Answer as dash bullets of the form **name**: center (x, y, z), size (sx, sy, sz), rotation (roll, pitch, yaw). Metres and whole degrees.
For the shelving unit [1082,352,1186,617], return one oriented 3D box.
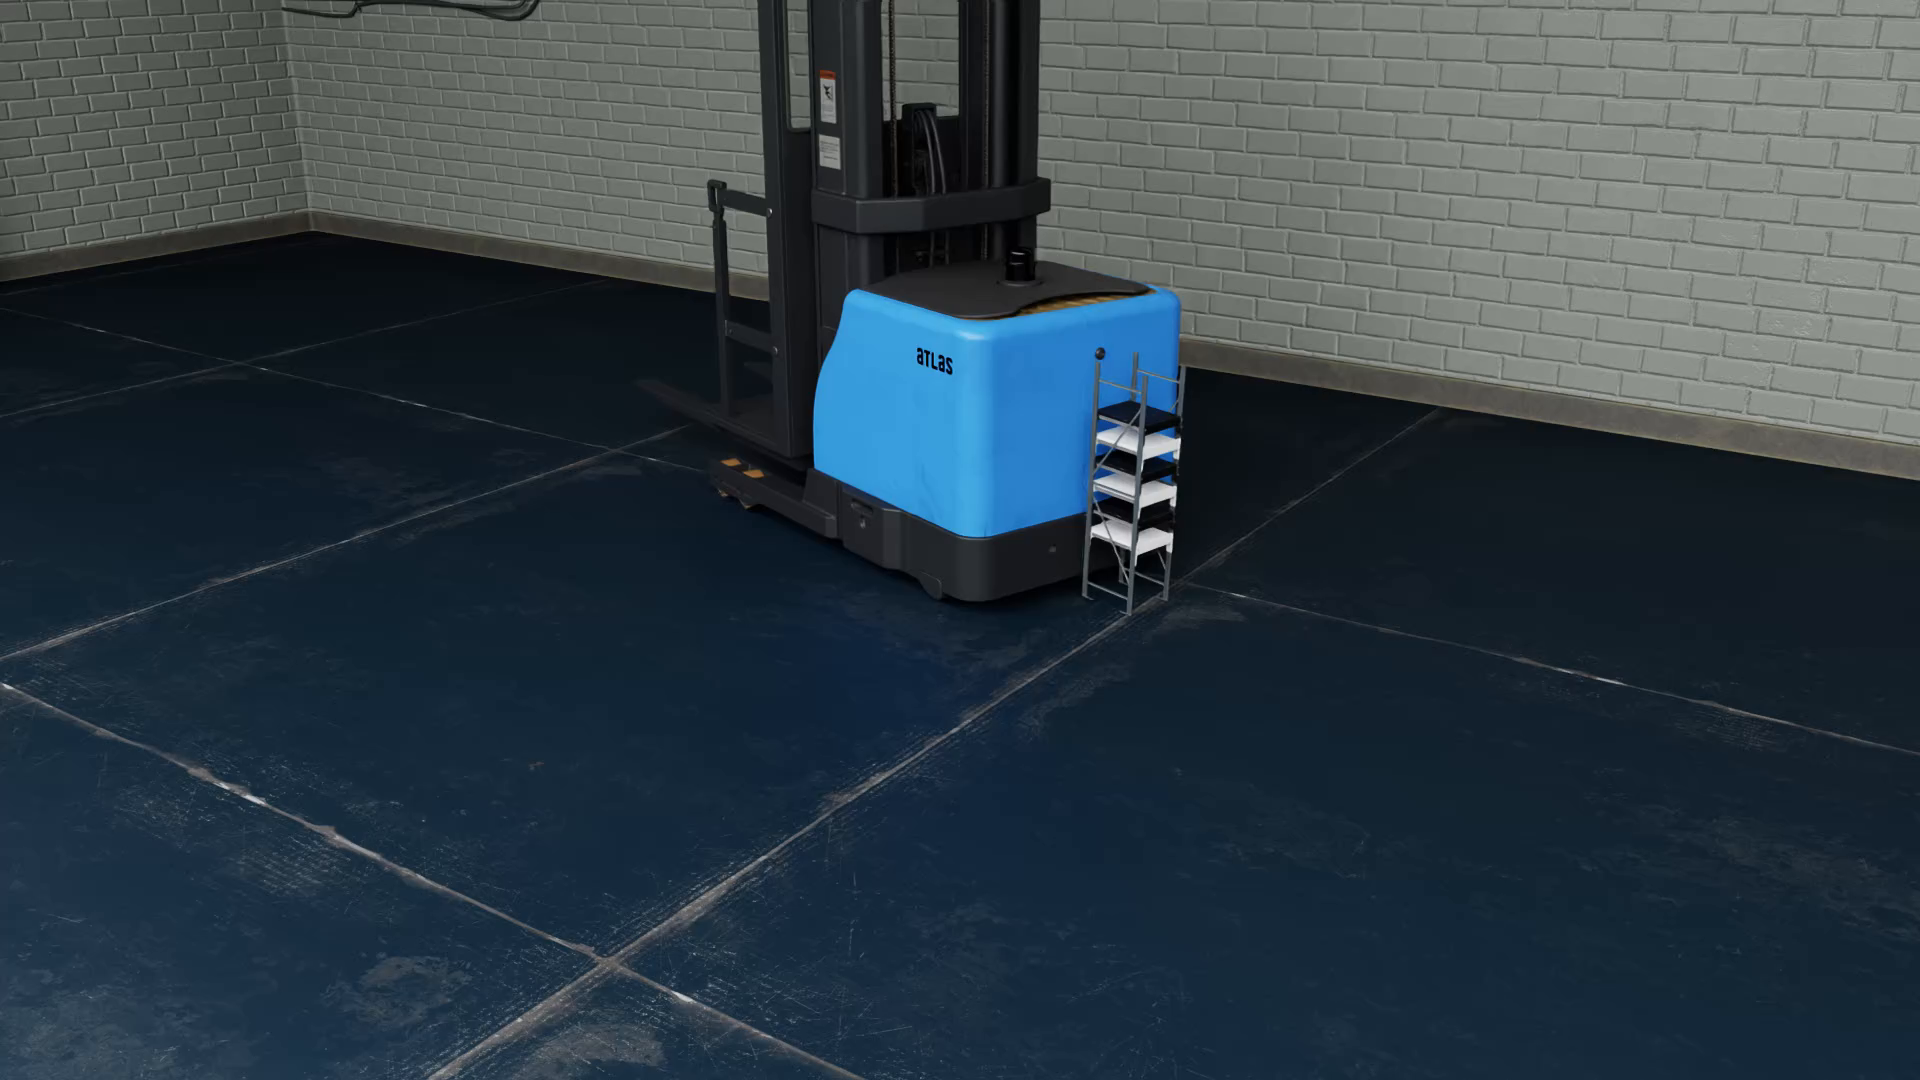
- **shelving unit**: center (0.622, -0.200, 5.993), size (0.210, 0.900, 0.258), rotation (-18, 29, -40)

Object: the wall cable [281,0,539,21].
- **wall cable**: center (-4.122, -5.010, 11.815), size (3.097, 2.526, 0.112), rotation (13, 24, 32)

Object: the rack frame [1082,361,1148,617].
- **rack frame**: center (0.548, -0.175, 5.927), size (0.006, 0.900, 0.240), rotation (-18, 29, -40)

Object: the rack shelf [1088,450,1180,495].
- **rack shelf**: center (0.623, -0.252, 5.972), size (0.200, 0.077, 0.258), rotation (-18, 29, -40)

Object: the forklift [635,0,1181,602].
- **forklift**: center (-0.442, -1.600, 6.867), size (1.130, 2.935, 3.031), rotation (-14, 25, -34)

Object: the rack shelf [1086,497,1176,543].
- **rack shelf**: center (0.619, -0.085, 6.039), size (0.200, 0.077, 0.258), rotation (-18, 29, -40)

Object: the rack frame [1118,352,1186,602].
- **rack frame**: center (0.696, -0.224, 6.058), size (0.006, 0.900, 0.240), rotation (-18, 29, -40)

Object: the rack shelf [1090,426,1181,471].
- **rack shelf**: center (0.626, -0.336, 5.938), size (0.200, 0.077, 0.258), rotation (-18, 29, -40)

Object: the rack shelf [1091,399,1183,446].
- **rack shelf**: center (0.628, -0.419, 5.905), size (0.200, 0.077, 0.258), rotation (-18, 29, -40)

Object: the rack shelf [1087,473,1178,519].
- **rack shelf**: center (0.621, -0.169, 6.005), size (0.200, 0.077, 0.258), rotation (-18, 29, -40)

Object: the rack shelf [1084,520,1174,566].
- **rack shelf**: center (0.617, -0.002, 6.072), size (0.200, 0.077, 0.258), rotation (-18, 29, -40)
